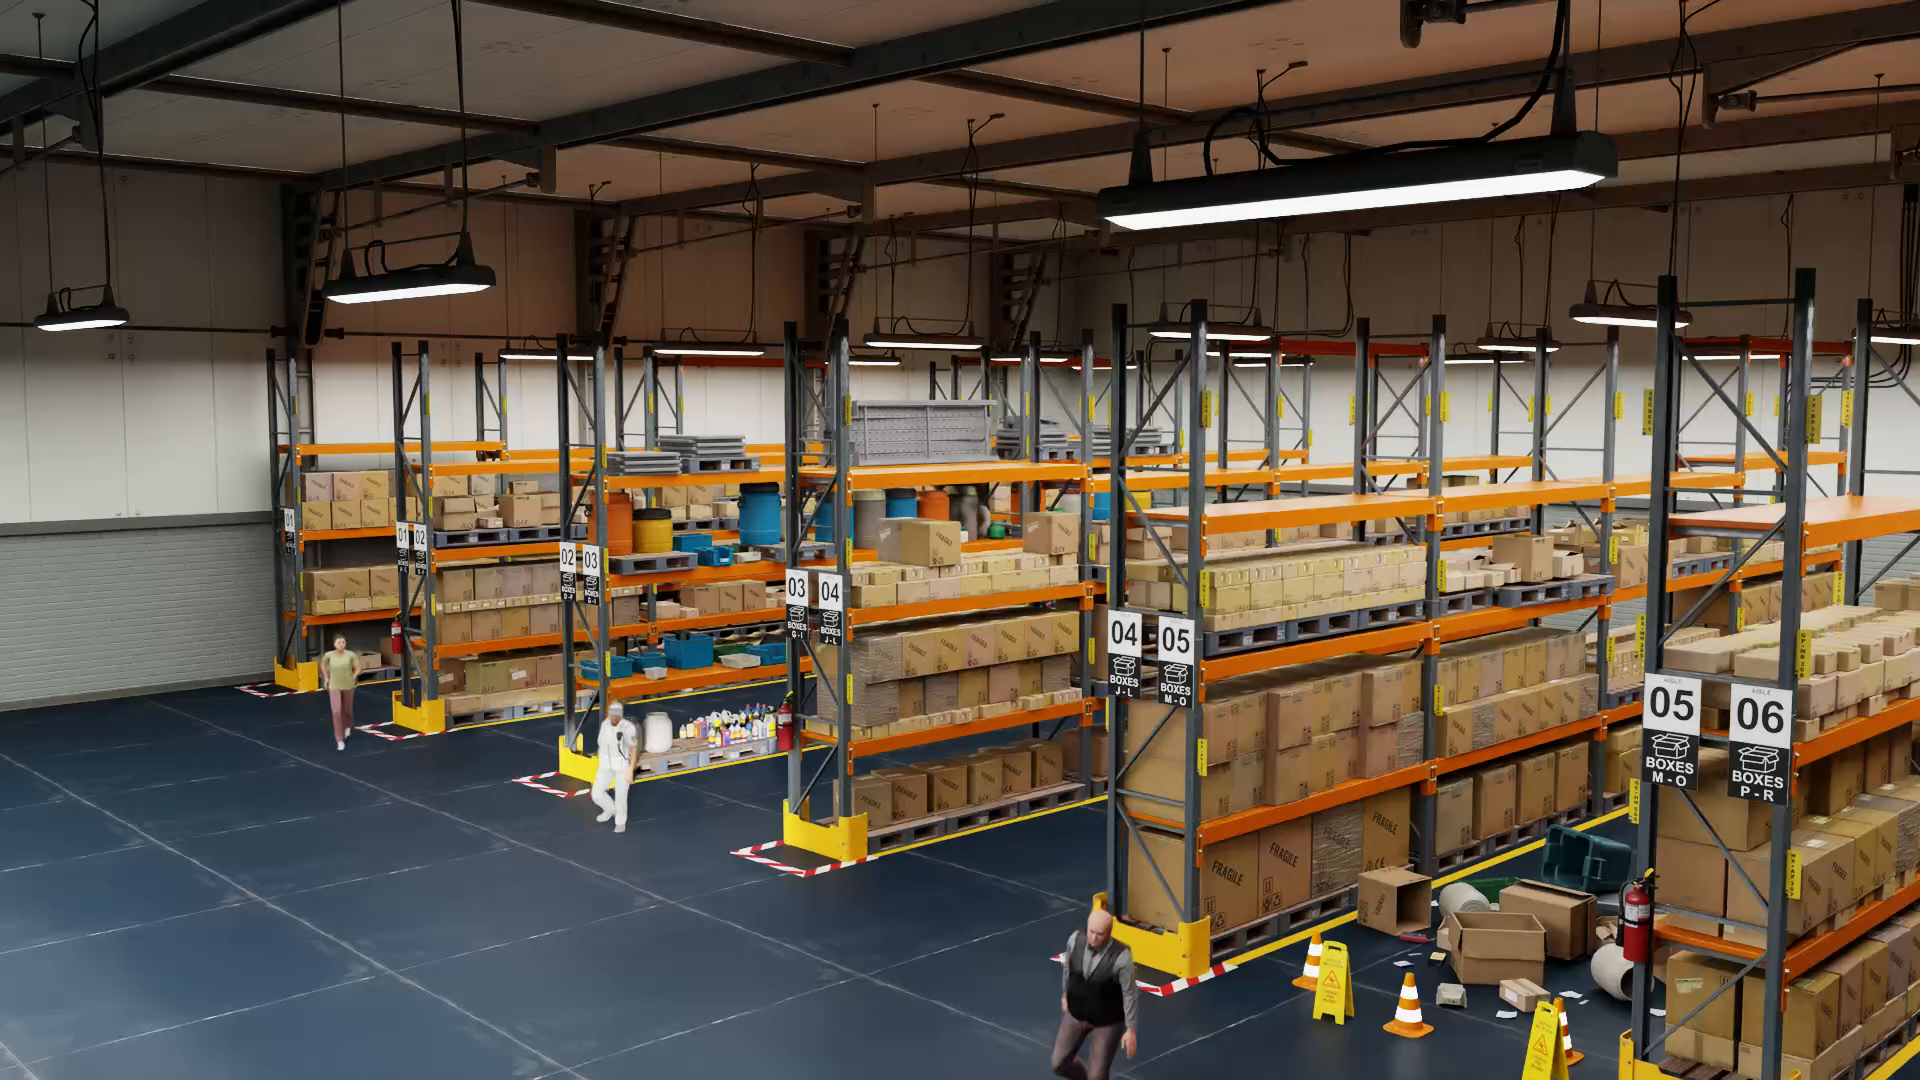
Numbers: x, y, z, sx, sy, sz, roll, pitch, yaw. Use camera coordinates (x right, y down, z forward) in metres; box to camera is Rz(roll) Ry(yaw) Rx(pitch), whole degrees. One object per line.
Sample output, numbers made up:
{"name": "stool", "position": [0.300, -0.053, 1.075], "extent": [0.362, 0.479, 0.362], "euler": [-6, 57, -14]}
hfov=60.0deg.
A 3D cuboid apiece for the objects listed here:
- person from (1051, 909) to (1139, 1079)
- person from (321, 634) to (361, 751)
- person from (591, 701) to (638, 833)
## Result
{"name": "person", "position": [0.957, 3.335, 11.666], "extent": [0.779, 1.628, 0.599], "euler": [3, 6, 32]}
{"name": "person", "position": [-9.161, 2.209, 24.631], "extent": [0.551, 1.673, 0.947], "euler": [-2, 5, -22]}
{"name": "person", "position": [-4.074, 2.672, 19.616], "extent": [0.650, 1.617, 0.624], "euler": [1, 5, 14]}
